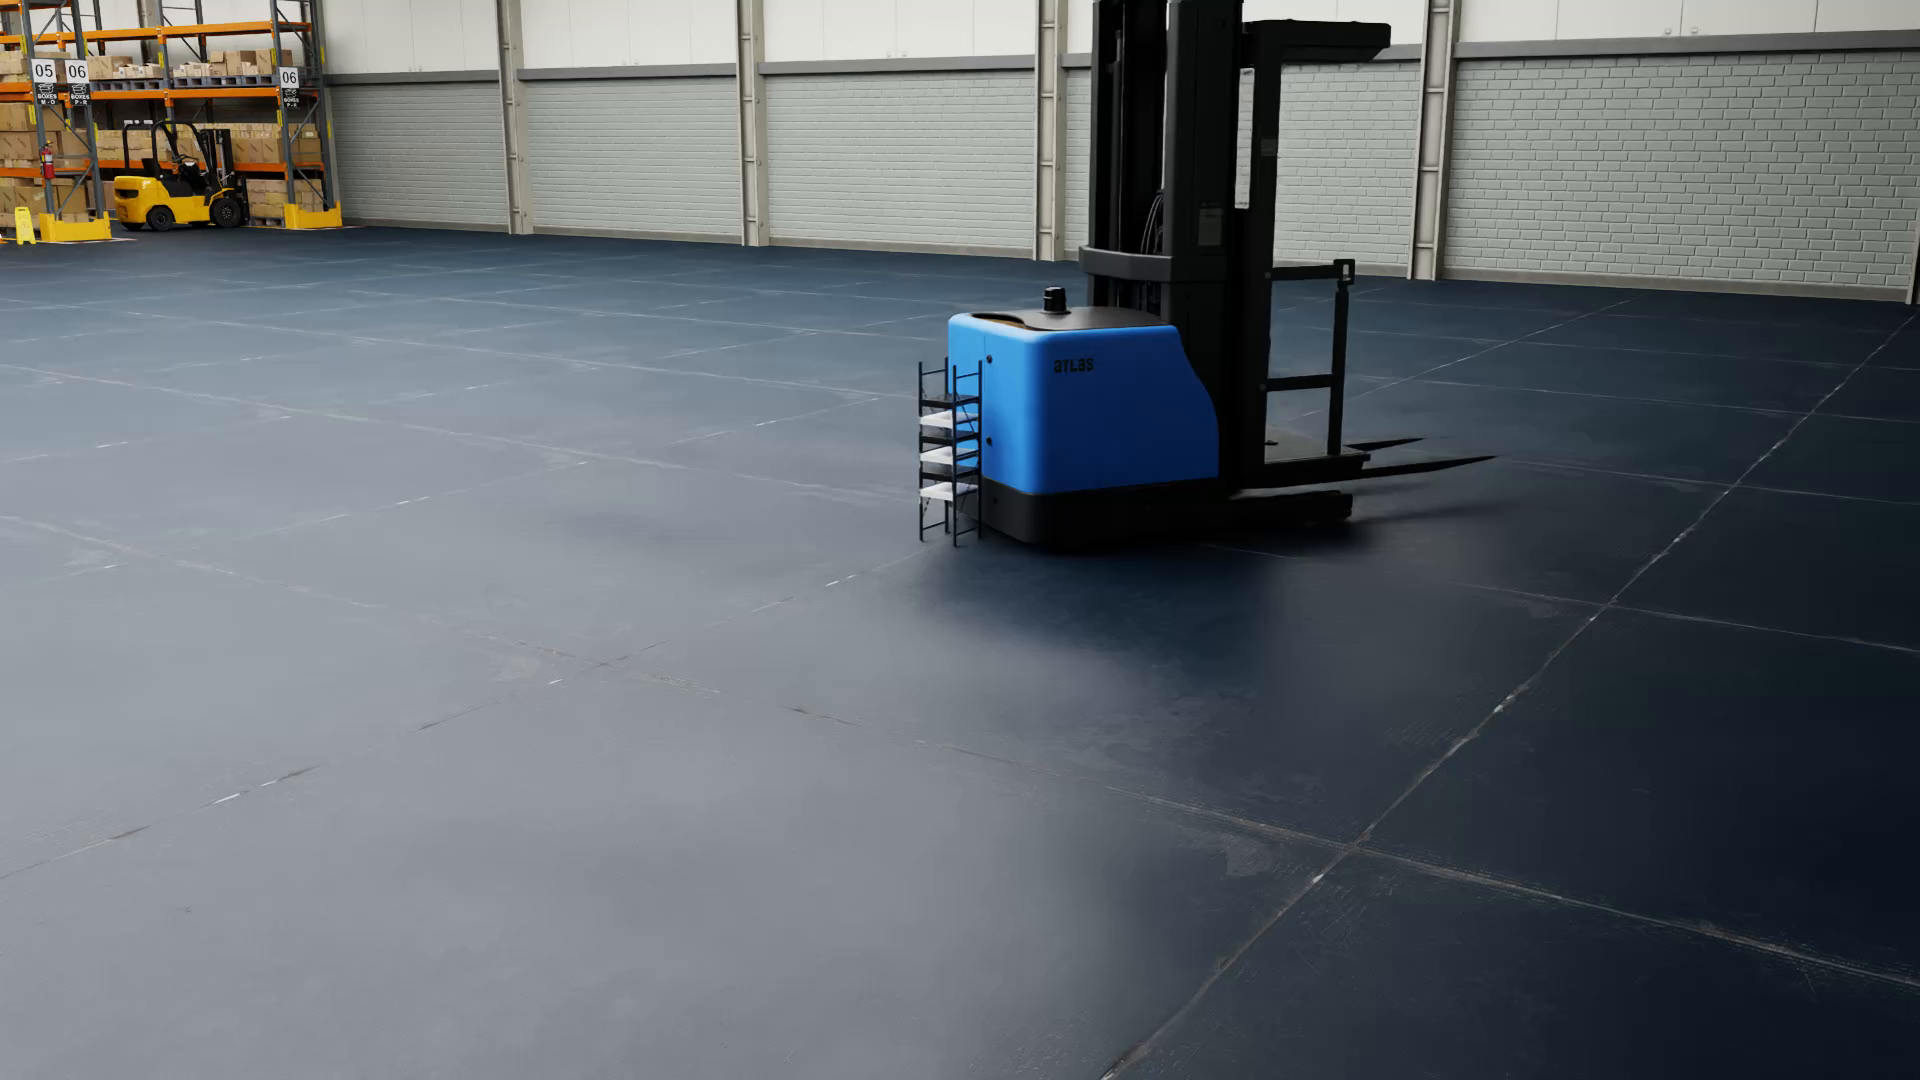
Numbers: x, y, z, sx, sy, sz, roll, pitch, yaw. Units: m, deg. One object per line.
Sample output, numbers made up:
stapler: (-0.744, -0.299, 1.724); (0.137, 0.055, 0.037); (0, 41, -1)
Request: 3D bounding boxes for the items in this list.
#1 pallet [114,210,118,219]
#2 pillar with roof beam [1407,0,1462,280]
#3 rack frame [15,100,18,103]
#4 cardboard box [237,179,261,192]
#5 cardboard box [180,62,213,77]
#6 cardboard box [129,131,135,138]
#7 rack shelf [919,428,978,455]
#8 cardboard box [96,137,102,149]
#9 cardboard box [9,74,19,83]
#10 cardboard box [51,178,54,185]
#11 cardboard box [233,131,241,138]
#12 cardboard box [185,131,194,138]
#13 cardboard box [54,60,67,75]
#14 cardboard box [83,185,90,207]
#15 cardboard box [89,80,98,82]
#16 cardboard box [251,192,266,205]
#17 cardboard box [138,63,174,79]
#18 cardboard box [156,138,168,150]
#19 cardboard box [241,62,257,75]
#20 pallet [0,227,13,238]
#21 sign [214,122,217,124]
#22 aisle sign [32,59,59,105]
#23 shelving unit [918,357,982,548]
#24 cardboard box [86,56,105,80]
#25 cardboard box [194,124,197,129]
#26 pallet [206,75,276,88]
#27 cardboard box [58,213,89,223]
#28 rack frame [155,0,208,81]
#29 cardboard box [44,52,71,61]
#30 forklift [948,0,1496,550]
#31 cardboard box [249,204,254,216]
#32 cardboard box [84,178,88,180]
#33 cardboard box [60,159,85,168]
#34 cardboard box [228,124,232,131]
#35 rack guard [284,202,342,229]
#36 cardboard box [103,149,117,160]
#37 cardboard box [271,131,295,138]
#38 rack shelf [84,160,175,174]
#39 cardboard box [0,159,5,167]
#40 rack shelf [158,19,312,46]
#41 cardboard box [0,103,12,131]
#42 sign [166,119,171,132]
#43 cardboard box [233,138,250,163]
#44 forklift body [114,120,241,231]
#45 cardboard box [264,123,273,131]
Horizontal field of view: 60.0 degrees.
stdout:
pallet: (-18.444, -7.416, 37.842); (1.213, 0.211, 1.003); (9, 17, 33)
pillar with roof beam: (3.962, -7.087, 18.225); (0.400, 9.000, 9.100); (9, 17, 33)
rack frame: (-23.433, -9.588, 40.813); (0.127, 3.000, 1.000); (9, 17, 33)
cardboard box: (-14.883, -7.466, 35.007); (0.500, 0.250, 0.500); (9, 17, 34)
cardboard box: (-16.240, -10.020, 35.420); (0.500, 0.311, 0.500); (10, 17, 34)
cardboard box: (-18.279, -9.046, 37.064); (0.250, 0.149, 0.380); (9, 17, 33)
rack shelf: (-0.047, -0.489, 8.190); (0.200, 0.077, 0.258); (10, 17, 34)
cardboard box: (-19.467, -9.046, 37.895); (0.500, 0.250, 0.500); (10, 17, 35)
cardboard box: (-16.919, -8.342, 30.058); (0.250, 0.149, 0.380); (9, 17, 33)
cardboard box: (-21.296, -8.492, 39.362); (0.250, 0.149, 0.380); (10, 17, 34)
cardboard box: (-14.997, -8.500, 34.859); (0.250, 0.149, 0.380); (9, 17, 33)
cardboard box: (-16.461, -8.749, 35.865); (0.250, 0.149, 0.380); (10, 17, 34)
cardboard box: (-16.511, -8.637, 30.421); (0.500, 0.250, 0.500); (9, 16, 32)
cardboard box: (-20.584, -8.056, 38.952); (0.500, 0.500, 0.500); (10, 17, 34)
cardboard box: (-20.283, -10.725, 38.646); (0.250, 0.149, 0.380); (9, 17, 33)
cardboard box: (-14.464, -7.163, 34.824); (0.500, 0.250, 0.500); (9, 17, 32)
cardboard box: (-17.531, -10.229, 36.263); (0.500, 0.311, 0.500); (9, 16, 31)
cardboard box: (-17.344, -8.700, 36.497); (0.500, 0.250, 0.500); (9, 16, 32)
cardboard box: (-14.543, -9.706, 34.247); (0.258, 0.266, 0.396); (9, 17, 33)
pallet: (-17.968, -5.925, 31.818); (1.213, 0.211, 1.003); (9, 17, 33)
sign: (-16.486, -9.085, 36.813); (0.005, 0.325, 0.100); (9, 17, 33)
aisle sign: (-16.353, -8.184, 29.732); (0.004, 0.787, 0.394); (9, 17, 33)
shelving unit: (-0.047, -0.434, 8.204); (0.210, 0.900, 0.258); (10, 17, 34)
cardboard box: (-19.174, -10.615, 37.430); (0.500, 0.500, 0.700); (9, 16, 32)
cardboard box: (-16.211, -8.872, 35.742); (0.250, 0.149, 0.380); (9, 16, 32)
pallet: (-15.064, -9.655, 35.026); (1.213, 0.211, 1.003); (9, 17, 33)
cardboard box: (-16.757, -6.021, 31.252); (0.500, 0.250, 0.500); (9, 17, 32)
rack frame: (-16.794, -11.427, 35.758); (0.127, 3.000, 1.000); (9, 17, 33)
cardboard box: (-16.423, -8.798, 30.243); (0.250, 0.149, 0.380); (9, 17, 32)
forklift: (1.485, -1.594, 8.664); (3.031, 2.935, 1.130); (-6, 15, -24)
cardboard box: (-14.859, -6.985, 35.147); (0.500, 0.250, 0.500); (9, 17, 33)
cardboard box: (-20.578, -8.530, 39.517); (0.250, 0.149, 0.380); (10, 17, 35)
cardboard box: (-16.409, -6.953, 30.693); (0.250, 0.149, 0.380); (9, 17, 33)
cardboard box: (-15.166, -8.697, 35.037); (0.250, 0.149, 0.380); (9, 17, 34)
rack guard: (-13.455, -6.762, 34.599); (0.348, 0.500, 1.175); (9, 17, 33)
cardboard box: (-19.036, -8.734, 37.677); (0.500, 0.250, 0.500); (9, 16, 31)
cardboard box: (-13.919, -8.333, 34.184); (0.250, 0.149, 0.380); (9, 17, 34)
rack shelf: (-18.454, -8.434, 37.649); (4.000, 0.370, 1.077); (9, 17, 33)
cardboard box: (-17.773, -7.032, 31.009); (0.250, 0.149, 0.380); (9, 17, 32)
rack shelf: (-15.135, -10.616, 34.809); (4.000, 0.370, 1.077); (9, 17, 33)
cardboard box: (-17.204, -7.761, 30.525); (0.500, 0.500, 0.700); (9, 17, 33)
sign: (-17.089, -8.929, 35.907); (0.005, 0.325, 0.100); (9, 17, 33)
cardboard box: (-14.881, -8.181, 34.921); (0.500, 0.500, 0.500); (9, 16, 32)
forklift body: (-16.067, -7.457, 33.972); (1.214, 2.155, 2.313); (9, 17, 33)
cardboard box: (-14.112, -8.519, 34.319); (0.250, 0.149, 0.380); (9, 17, 33)
